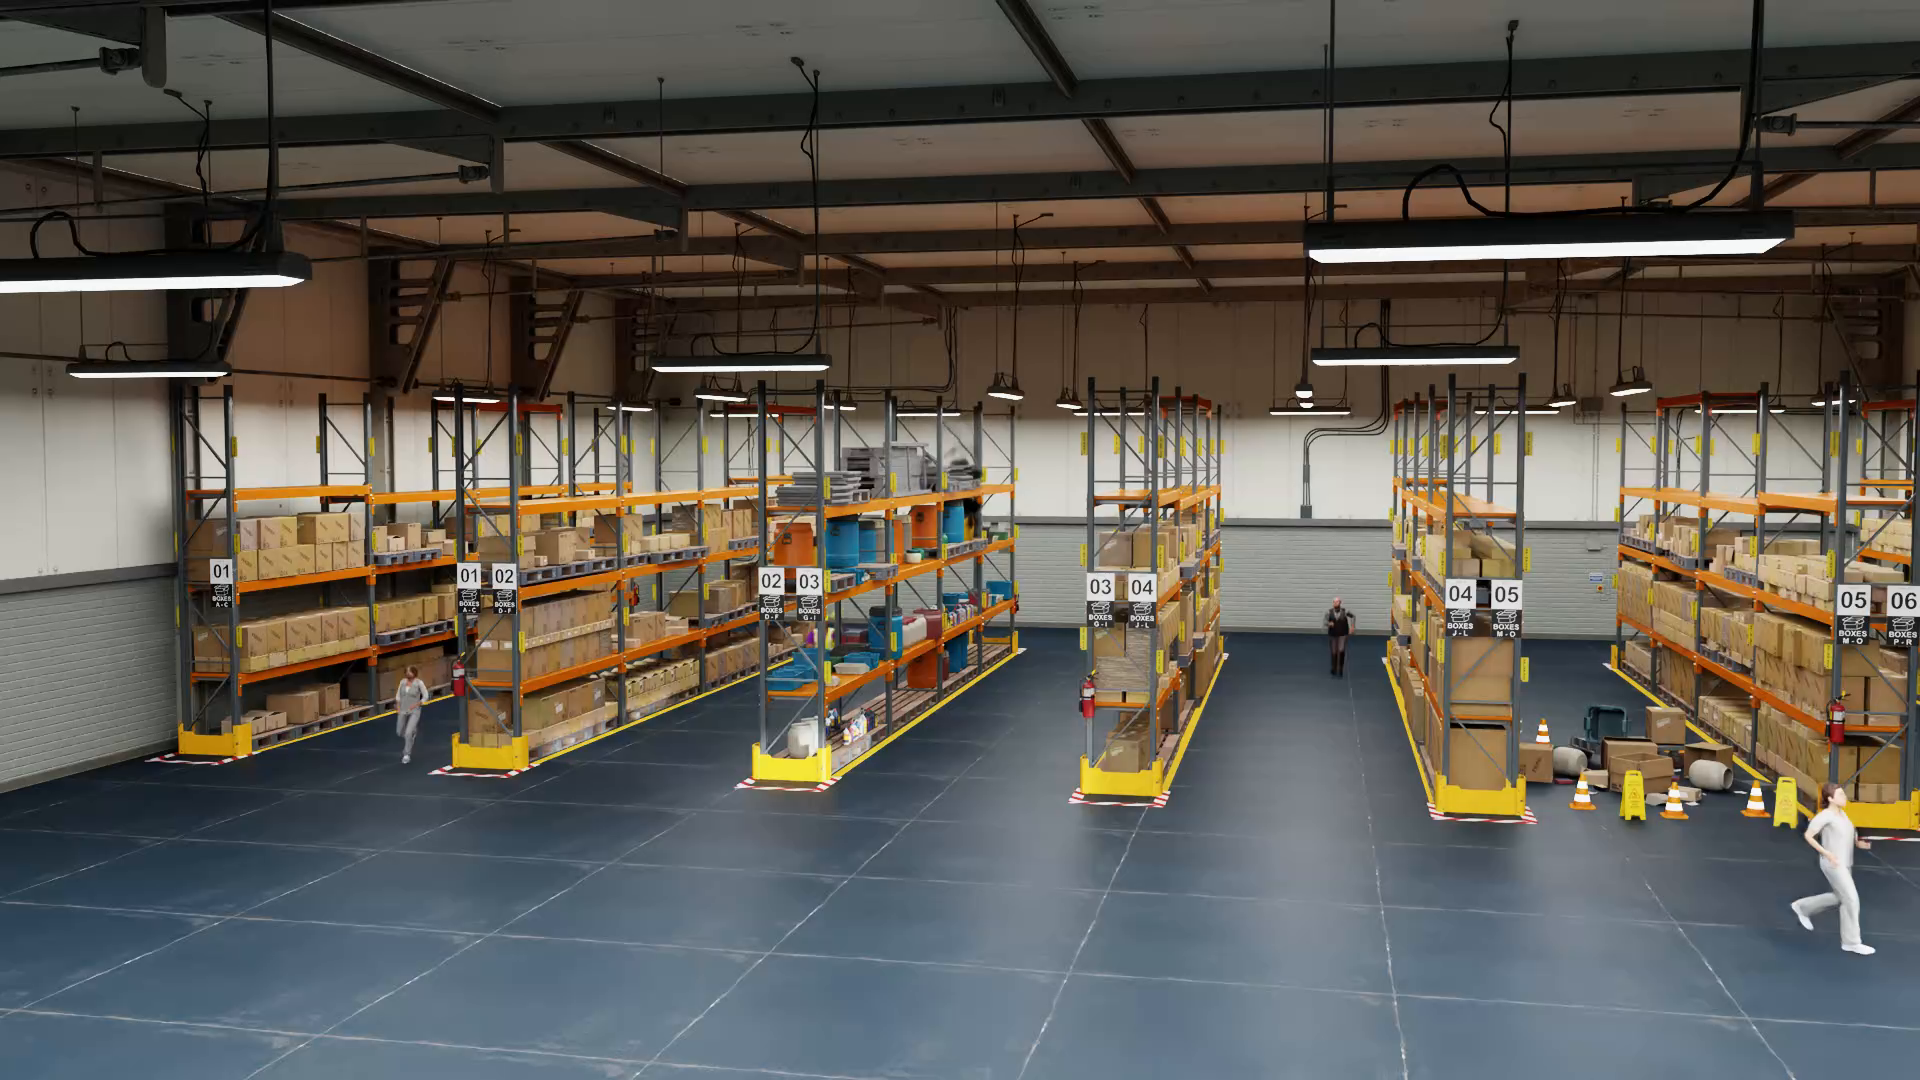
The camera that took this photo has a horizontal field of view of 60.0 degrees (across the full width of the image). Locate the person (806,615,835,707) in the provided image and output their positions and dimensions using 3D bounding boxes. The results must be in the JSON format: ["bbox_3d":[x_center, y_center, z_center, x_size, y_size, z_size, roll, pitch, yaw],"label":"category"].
[{"bbox_3d":[-2.613,2.326,31.934,0.676,1.825,0.791,1,3,13],"label":"person"}]

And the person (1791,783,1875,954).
[{"bbox_3d":[8.720,3.245,16.622,0.577,1.640,0.859,-2,4,-37],"label":"person"}]

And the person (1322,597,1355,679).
[{"bbox_3d":[8.236,2.124,36.184,0.663,1.762,0.889,1,3,21],"label":"person"}]

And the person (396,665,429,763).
[{"bbox_3d":[-8.762,2.762,26.613,0.547,1.554,0.574,0,3,7],"label":"person"}]
